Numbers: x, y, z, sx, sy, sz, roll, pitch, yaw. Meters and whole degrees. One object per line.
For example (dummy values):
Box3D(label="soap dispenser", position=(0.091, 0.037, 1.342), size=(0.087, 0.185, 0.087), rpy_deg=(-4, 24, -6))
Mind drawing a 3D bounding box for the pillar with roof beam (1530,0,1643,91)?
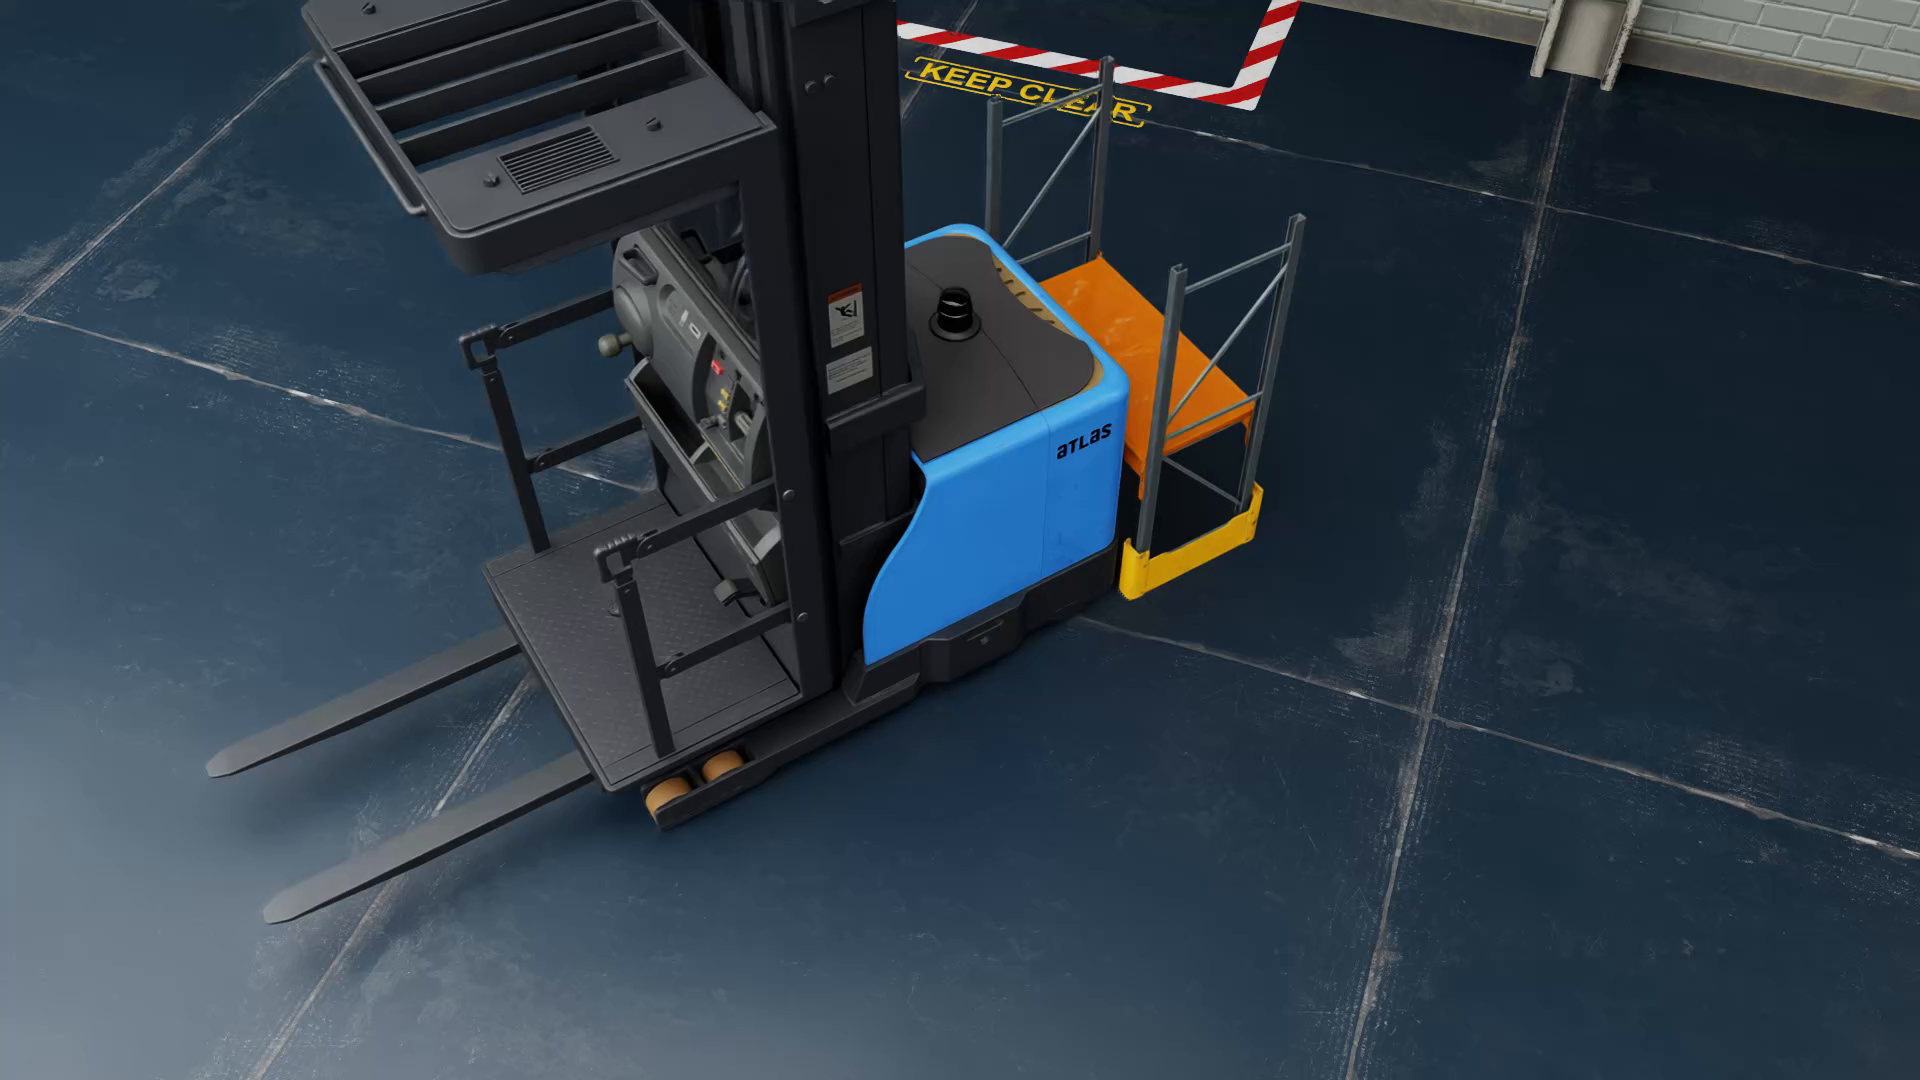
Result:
Box3D(label="pillar with roof beam", position=(1.574, -2.258, 2.252), size=(0.400, 9.000, 9.100), rpy_deg=(16, 51, 13))

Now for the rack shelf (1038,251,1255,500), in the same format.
Box3D(label="rack shelf", position=(0.578, -0.619, 6.031), size=(0.538, 0.185, 1.000), rpy_deg=(-25, 54, -20))

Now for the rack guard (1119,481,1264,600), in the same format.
Box3D(label="rack guard", position=(0.845, -0.002, 6.085), size=(0.587, 0.250, 0.087), rpy_deg=(-25, 54, -20))

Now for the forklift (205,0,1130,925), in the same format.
Box3D(label="forklift", position=(-0.962, -0.487, 4.732), size=(3.031, 2.935, 1.130), rpy_deg=(-25, 54, -20))

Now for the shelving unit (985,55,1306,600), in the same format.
Box3D(label="shelving unit", position=(0.583, -0.731, 5.890), size=(0.587, 1.500, 1.083), rpy_deg=(-25, 54, -20))

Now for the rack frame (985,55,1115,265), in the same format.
Box3D(label="rack frame", position=(0.310, -1.063, 6.177), size=(0.500, 1.500, 0.032), rpy_deg=(-25, 54, -20))

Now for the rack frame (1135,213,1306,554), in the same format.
Box3D(label="rack frame", position=(0.847, -0.411, 5.613), size=(0.500, 1.500, 0.032), rpy_deg=(-25, 54, -20))
